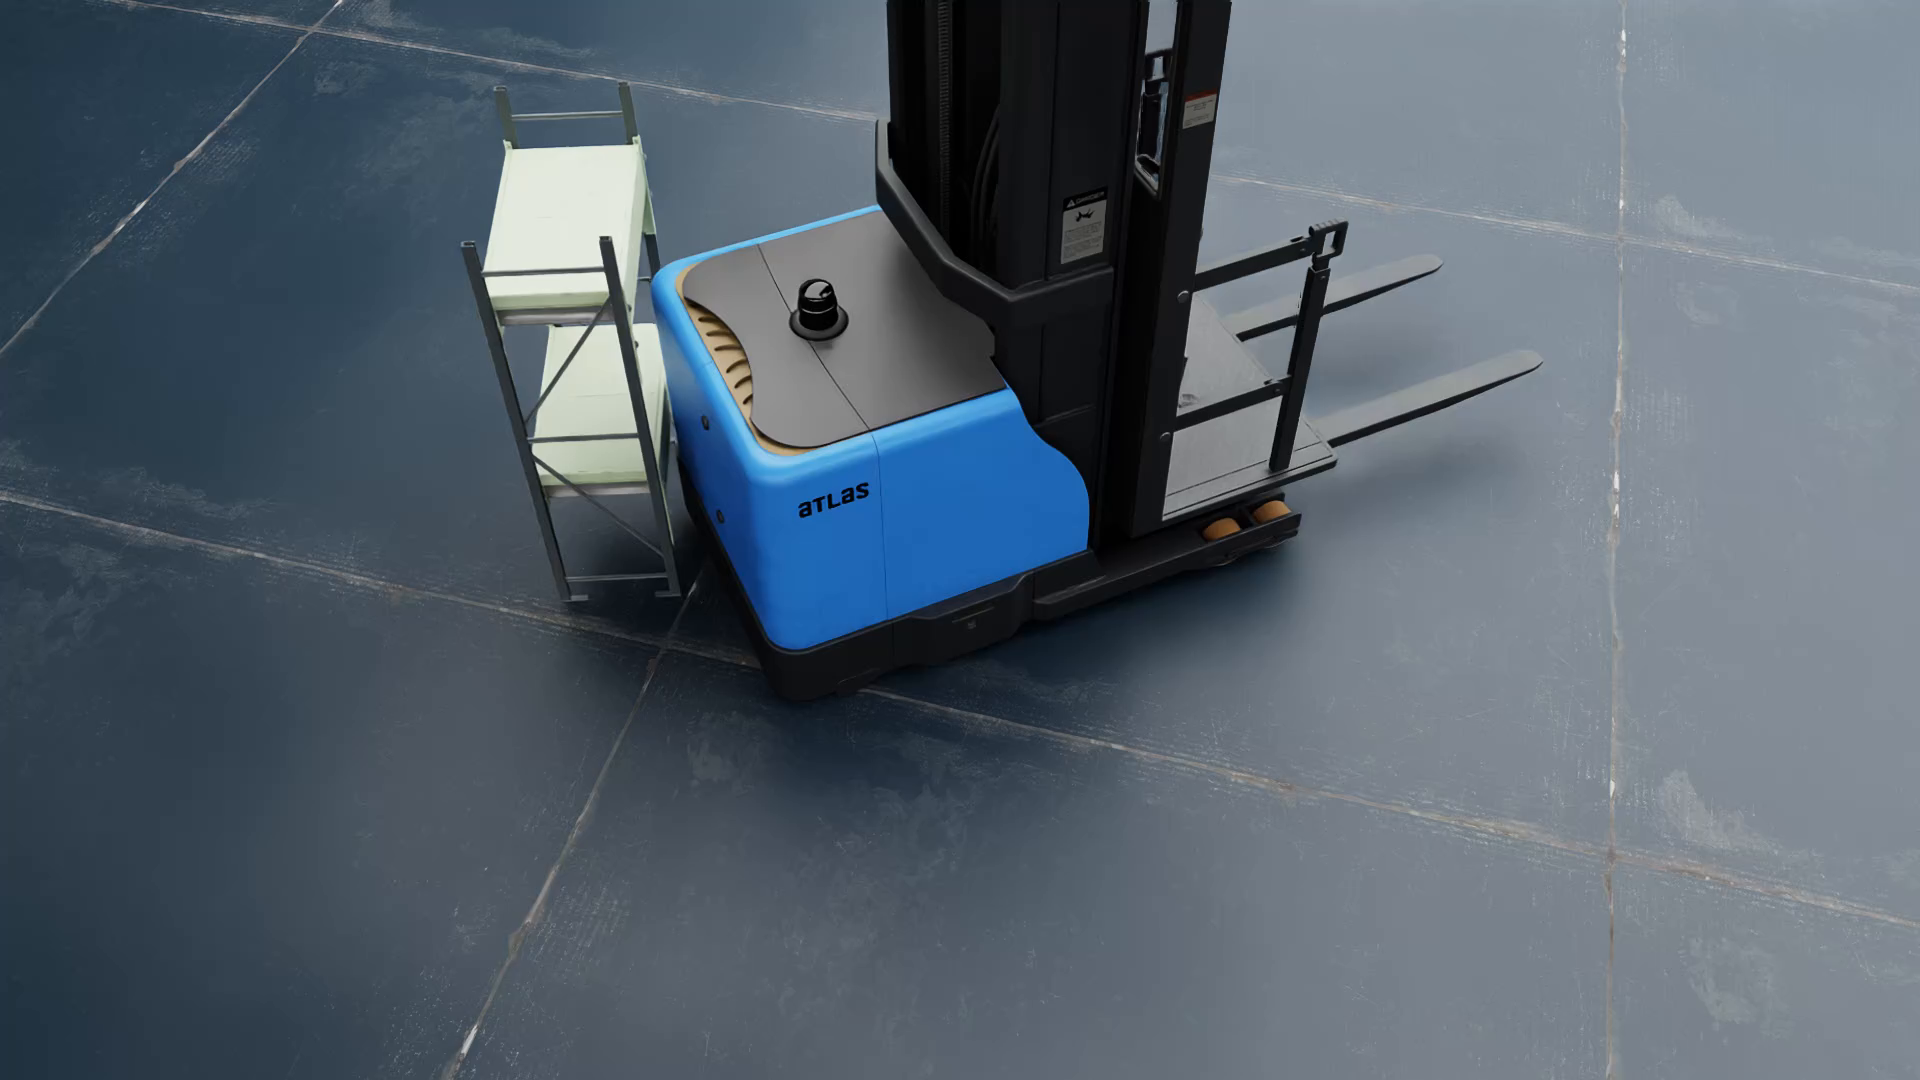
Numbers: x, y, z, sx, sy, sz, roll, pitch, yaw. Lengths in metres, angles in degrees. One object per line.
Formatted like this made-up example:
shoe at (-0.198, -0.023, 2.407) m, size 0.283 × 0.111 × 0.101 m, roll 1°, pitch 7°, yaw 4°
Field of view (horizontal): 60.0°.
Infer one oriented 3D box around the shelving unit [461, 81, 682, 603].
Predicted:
shelving unit at (-1.159, -0.578, 5.260) m, size 0.431 × 1.500 × 0.755 m, roll -3°, pitch 49°, yaw -3°

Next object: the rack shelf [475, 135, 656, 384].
rack shelf at (-1.159, -0.836, 4.967) m, size 0.431 × 0.370 × 0.720 m, roll -3°, pitch 49°, yaw -3°

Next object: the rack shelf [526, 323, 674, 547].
rack shelf at (-1.159, -0.362, 5.504) m, size 0.431 × 0.370 × 0.720 m, roll -3°, pitch 49°, yaw -3°

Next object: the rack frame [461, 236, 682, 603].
rack frame at (-1.135, -0.304, 5.018) m, size 0.400 × 1.500 × 0.023 m, roll -3°, pitch 49°, yaw -3°

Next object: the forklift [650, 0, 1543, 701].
forklift at (0.603, -1.224, 4.876) m, size 3.031 × 2.935 × 1.130 m, roll -19°, pitch 51°, yaw -16°

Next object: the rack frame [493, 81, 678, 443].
rack frame at (-1.183, -0.852, 5.502) m, size 0.400 × 1.500 × 0.023 m, roll -3°, pitch 49°, yaw -3°
